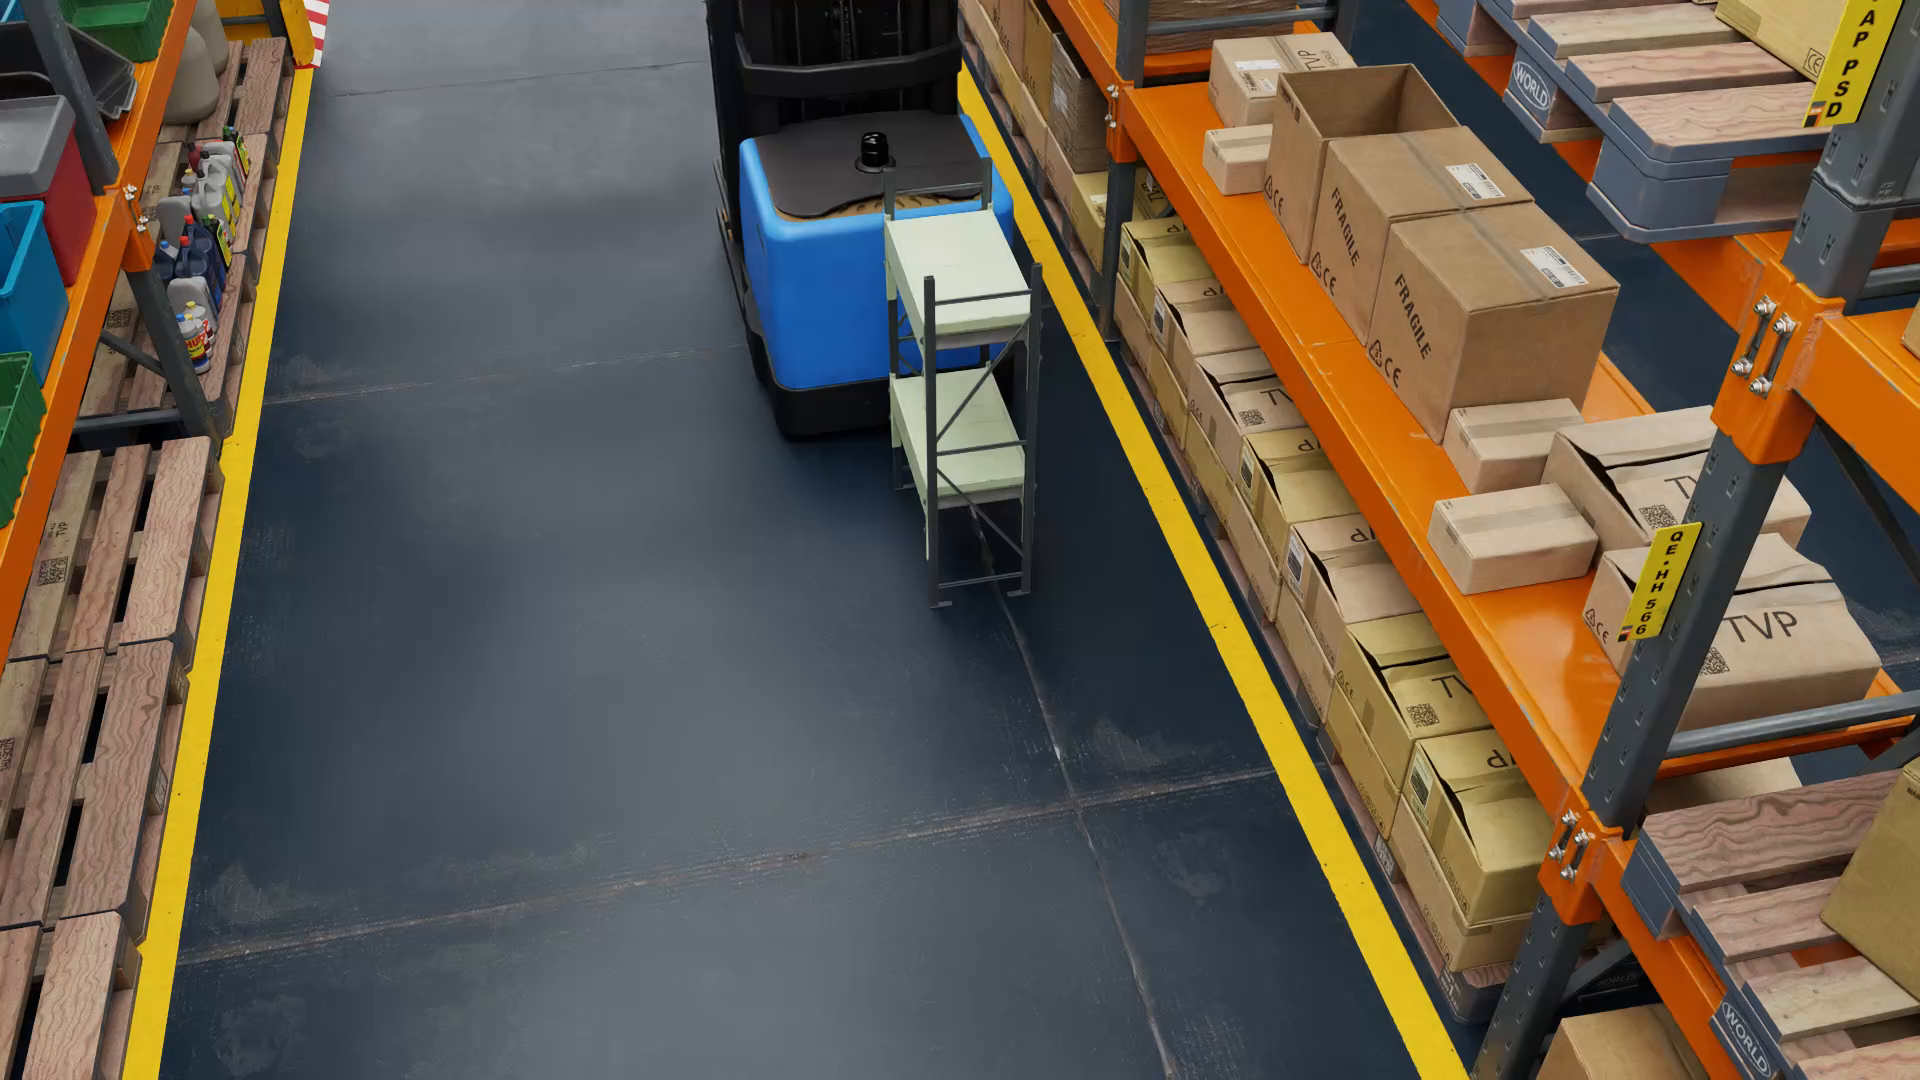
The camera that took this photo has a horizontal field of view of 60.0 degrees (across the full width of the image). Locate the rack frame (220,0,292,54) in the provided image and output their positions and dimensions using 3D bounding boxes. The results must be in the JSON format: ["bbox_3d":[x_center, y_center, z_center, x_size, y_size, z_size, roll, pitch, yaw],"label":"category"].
[{"bbox_3d":[-4.548,-4.034,9.035,1.000,3.000,0.127,-8,42,-9],"label":"rack frame"}]

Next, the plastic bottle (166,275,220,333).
[{"bbox_3d":[-3.422,-1.062,7.407,0.152,0.276,0.135,-7,42,-8],"label":"plastic bottle"}]

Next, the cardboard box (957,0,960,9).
[{"bbox_3d":[0.188,-3.491,10.178,0.500,0.250,0.500,-8,42,-9],"label":"cardboard box"}]

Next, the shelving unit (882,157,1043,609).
[{"bbox_3d":[-0.001,-0.565,6.257,0.431,1.500,0.755,-8,42,-9],"label":"shelving unit"}]

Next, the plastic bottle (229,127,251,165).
[{"bbox_3d":[-3.723,-2.024,8.548,0.097,0.201,0.097,0,42,0],"label":"plastic bottle"}]

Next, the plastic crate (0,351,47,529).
[{"bbox_3d":[-3.033,-0.274,4.958,0.450,0.188,0.662,-8,42,-9],"label":"plastic crate"}]

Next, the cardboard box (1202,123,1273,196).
[{"bbox_3d":[1.144,-1.451,6.314,0.380,0.149,0.250,-8,42,-9],"label":"cardboard box"}]

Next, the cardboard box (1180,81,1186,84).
[{"bbox_3d":[1.243,-2.226,8.188,0.500,0.500,0.500,-8,42,-9],"label":"cardboard box"}]

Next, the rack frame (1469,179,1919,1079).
[{"bbox_3d":[2.016,0.444,3.990,1.000,3.000,0.127,-8,42,-9],"label":"rack frame"}]

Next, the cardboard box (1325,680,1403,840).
[{"bbox_3d":[1.550,0.676,5.484,0.500,0.250,0.500,-9,42,-10],"label":"cardboard box"}]

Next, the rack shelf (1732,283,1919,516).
[{"bbox_3d":[2.448,0.888,1.773,1.077,0.370,4.000,-8,42,-9],"label":"rack shelf"}]

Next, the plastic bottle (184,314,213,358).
[{"bbox_3d":[-3.347,-0.895,7.275,0.097,0.201,0.097,0,42,0],"label":"plastic bottle"}]

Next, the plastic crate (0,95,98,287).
[{"bbox_3d":[-3.281,-1.195,5.789,0.402,0.464,0.583,-8,42,-9],"label":"plastic crate"}]

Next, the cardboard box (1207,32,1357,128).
[{"bbox_3d":[1.302,-1.780,6.608,0.500,0.250,0.500,-6,42,-7],"label":"cardboard box"}]

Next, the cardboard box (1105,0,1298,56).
[{"bbox_3d":[1.051,-2.473,7.201,0.700,0.500,0.500,-9,42,-10],"label":"cardboard box"}]

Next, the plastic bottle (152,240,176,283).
[{"bbox_3d":[-3.594,-1.177,7.481,0.144,0.351,0.185,-8,42,-9],"label":"plastic bottle"}]

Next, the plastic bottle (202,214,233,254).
[{"bbox_3d":[-3.533,-1.451,7.902,0.097,0.201,0.097,0,42,0],"label":"plastic bottle"}]

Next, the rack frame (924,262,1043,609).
[{"bbox_3d":[0.078,-0.328,5.990,0.400,1.500,0.023,-8,42,-9],"label":"rack frame"}]

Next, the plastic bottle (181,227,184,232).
[{"bbox_3d":[-3.563,-1.381,7.769,0.097,0.271,0.097,0,42,0],"label":"plastic bottle"}]

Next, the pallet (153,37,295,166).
[{"bbox_3d":[-4.315,-2.421,9.319,1.003,0.211,1.213,-8,42,-9],"label":"pallet"}]

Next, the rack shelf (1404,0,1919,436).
[{"bbox_3d":[1.585,-1.705,4.694,1.077,0.370,4.000,-8,42,-9],"label":"rack shelf"}]

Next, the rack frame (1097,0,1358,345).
[{"bbox_3d":[1.153,-2.149,6.911,1.000,3.000,0.127,-8,42,-9],"label":"rack frame"}]

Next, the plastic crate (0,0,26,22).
[{"bbox_3d":[-4.189,-2.064,6.928,0.499,0.251,0.616,-8,42,-9],"label":"plastic crate"}]

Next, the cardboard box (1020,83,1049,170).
[{"bbox_3d":[0.619,-2.194,8.717,0.500,0.250,0.500,-8,42,-9],"label":"cardboard box"}]

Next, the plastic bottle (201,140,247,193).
[{"bbox_3d":[-3.696,-1.885,8.334,0.152,0.276,0.135,-8,42,-9],"label":"plastic bottle"}]

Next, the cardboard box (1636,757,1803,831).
[{"bbox_3d":[2.190,0.724,5.007,0.500,0.311,0.500,-7,42,-8],"label":"cardboard box"}]

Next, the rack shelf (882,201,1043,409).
[{"bbox_3d":[-0.001,-0.857,5.998,0.431,0.370,0.720,-8,42,-9],"label":"rack shelf"}]

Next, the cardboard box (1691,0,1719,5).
[{"bbox_3d":[1.733,-1.402,3.607,0.500,0.250,0.500,-7,42,-8],"label":"cardboard box"}]

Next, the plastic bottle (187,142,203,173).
[{"bbox_3d":[-3.800,-1.872,8.314,0.061,0.283,0.133,-8,42,-9],"label":"plastic bottle"}]

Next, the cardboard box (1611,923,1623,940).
[{"bbox_3d":[2.190,0.934,5.193,0.500,0.250,0.500,-8,42,-9],"label":"cardboard box"}]

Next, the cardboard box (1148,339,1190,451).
[{"bbox_3d":[1.107,-0.649,6.976,0.500,0.250,0.500,-7,42,-8],"label":"cardboard box"}]

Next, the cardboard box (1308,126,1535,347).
[{"bbox_3d":[1.525,-1.020,5.564,0.500,0.500,0.500,-8,42,-9],"label":"cardboard box"}]

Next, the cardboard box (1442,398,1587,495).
[{"bbox_3d":[1.686,-0.280,4.996,0.380,0.149,0.250,-5,42,-6],"label":"cardboard box"}]

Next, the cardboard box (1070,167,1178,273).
[{"bbox_3d":[0.839,-1.547,7.988,0.500,0.250,0.500,-8,42,-9],"label":"cardboard box"}]

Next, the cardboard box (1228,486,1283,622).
[{"bbox_3d":[1.330,0.016,6.227,0.500,0.250,0.500,-8,42,-8],"label":"cardboard box"}]

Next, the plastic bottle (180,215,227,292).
[{"bbox_3d":[-3.494,-1.320,7.642,0.144,0.351,0.185,-10,43,-11],"label":"plastic bottle"}]

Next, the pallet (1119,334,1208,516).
[{"bbox_3d":[1.350,-0.634,7.305,1.003,0.211,1.213,-8,42,-9],"label":"pallet"}]

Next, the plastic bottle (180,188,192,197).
[{"bbox_3d":[-3.735,-1.615,8.086,0.097,0.201,0.097,0,42,0],"label":"plastic bottle"}]

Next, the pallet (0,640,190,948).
[{"bbox_3d":[-3.210,0.897,5.580,1.003,0.211,1.213,-8,42,-9],"label":"pallet"}]

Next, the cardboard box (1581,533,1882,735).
[{"bbox_3d":[1.980,0.235,4.292,0.500,0.311,0.500,-6,42,-7],"label":"cardboard box"}]

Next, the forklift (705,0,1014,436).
[{"bbox_3d":[-0.610,-2.533,7.395,1.130,2.935,3.031,-9,42,-10],"label":"forklift"}]

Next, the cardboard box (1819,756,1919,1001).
[{"bbox_3d":[2.262,0.642,3.376,0.700,0.500,0.500,-22,46,-23],"label":"cardboard box"}]

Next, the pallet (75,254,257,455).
[{"bbox_3d":[-3.789,-0.840,7.537,1.003,0.211,1.213,-8,42,-9],"label":"pallet"}]

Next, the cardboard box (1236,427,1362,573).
[{"bbox_3d":[1.332,-0.187,6.034,0.500,0.311,0.500,-7,42,-8],"label":"cardboard box"}]

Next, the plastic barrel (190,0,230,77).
[{"bbox_3d":[-4.331,-2.845,9.253,0.421,0.512,0.421,0,42,0],"label":"plastic barrel"}]

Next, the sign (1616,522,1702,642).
[{"bbox_3d":[1.475,0.093,3.514,0.100,0.325,0.005,-8,42,-9],"label":"sign"}]

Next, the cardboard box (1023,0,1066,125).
[{"bbox_3d":[0.631,-2.476,8.470,0.500,0.500,0.500,-8,42,-9],"label":"cardboard box"}]

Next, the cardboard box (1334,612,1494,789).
[{"bbox_3d":[1.544,0.466,5.298,0.500,0.311,0.500,-9,42,-10],"label":"cardboard box"}]

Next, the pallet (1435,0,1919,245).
[{"bbox_3d":[1.782,-1.034,3.538,1.213,0.211,1.003,-7,42,-7],"label":"pallet"}]

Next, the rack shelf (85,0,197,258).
[{"bbox_3d":[-4.116,-2.469,7.813,1.077,0.370,4.000,-8,42,-9],"label":"rack shelf"}]

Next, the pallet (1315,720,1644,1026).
[{"bbox_3d":[1.877,0.948,5.523,1.003,0.211,1.213,-8,42,-9],"label":"pallet"}]

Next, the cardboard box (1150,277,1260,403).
[{"bbox_3d":[1.102,-0.858,6.790,0.500,0.311,0.500,-9,42,-10],"label":"cardboard box"}]

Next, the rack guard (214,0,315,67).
[{"bbox_3d":[-4.486,-3.057,9.817,1.175,0.500,0.348,-8,42,-9],"label":"rack guard"}]

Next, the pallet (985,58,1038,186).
[{"bbox_3d":[0.755,-2.420,9.317,1.003,0.211,1.213,-8,42,-9],"label":"pallet"}]

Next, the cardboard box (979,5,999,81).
[{"bbox_3d":[0.407,-2.843,9.448,0.500,0.250,0.500,-8,42,-9],"label":"cardboard box"}]

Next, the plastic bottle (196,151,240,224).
[{"bbox_3d":[-3.626,-1.716,8.088,0.144,0.351,0.185,-7,42,-8],"label":"plastic bottle"}]

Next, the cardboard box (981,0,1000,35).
[{"bbox_3d":[0.418,-3.125,9.201,0.500,0.500,0.500,-8,42,-9],"label":"cardboard box"}]
